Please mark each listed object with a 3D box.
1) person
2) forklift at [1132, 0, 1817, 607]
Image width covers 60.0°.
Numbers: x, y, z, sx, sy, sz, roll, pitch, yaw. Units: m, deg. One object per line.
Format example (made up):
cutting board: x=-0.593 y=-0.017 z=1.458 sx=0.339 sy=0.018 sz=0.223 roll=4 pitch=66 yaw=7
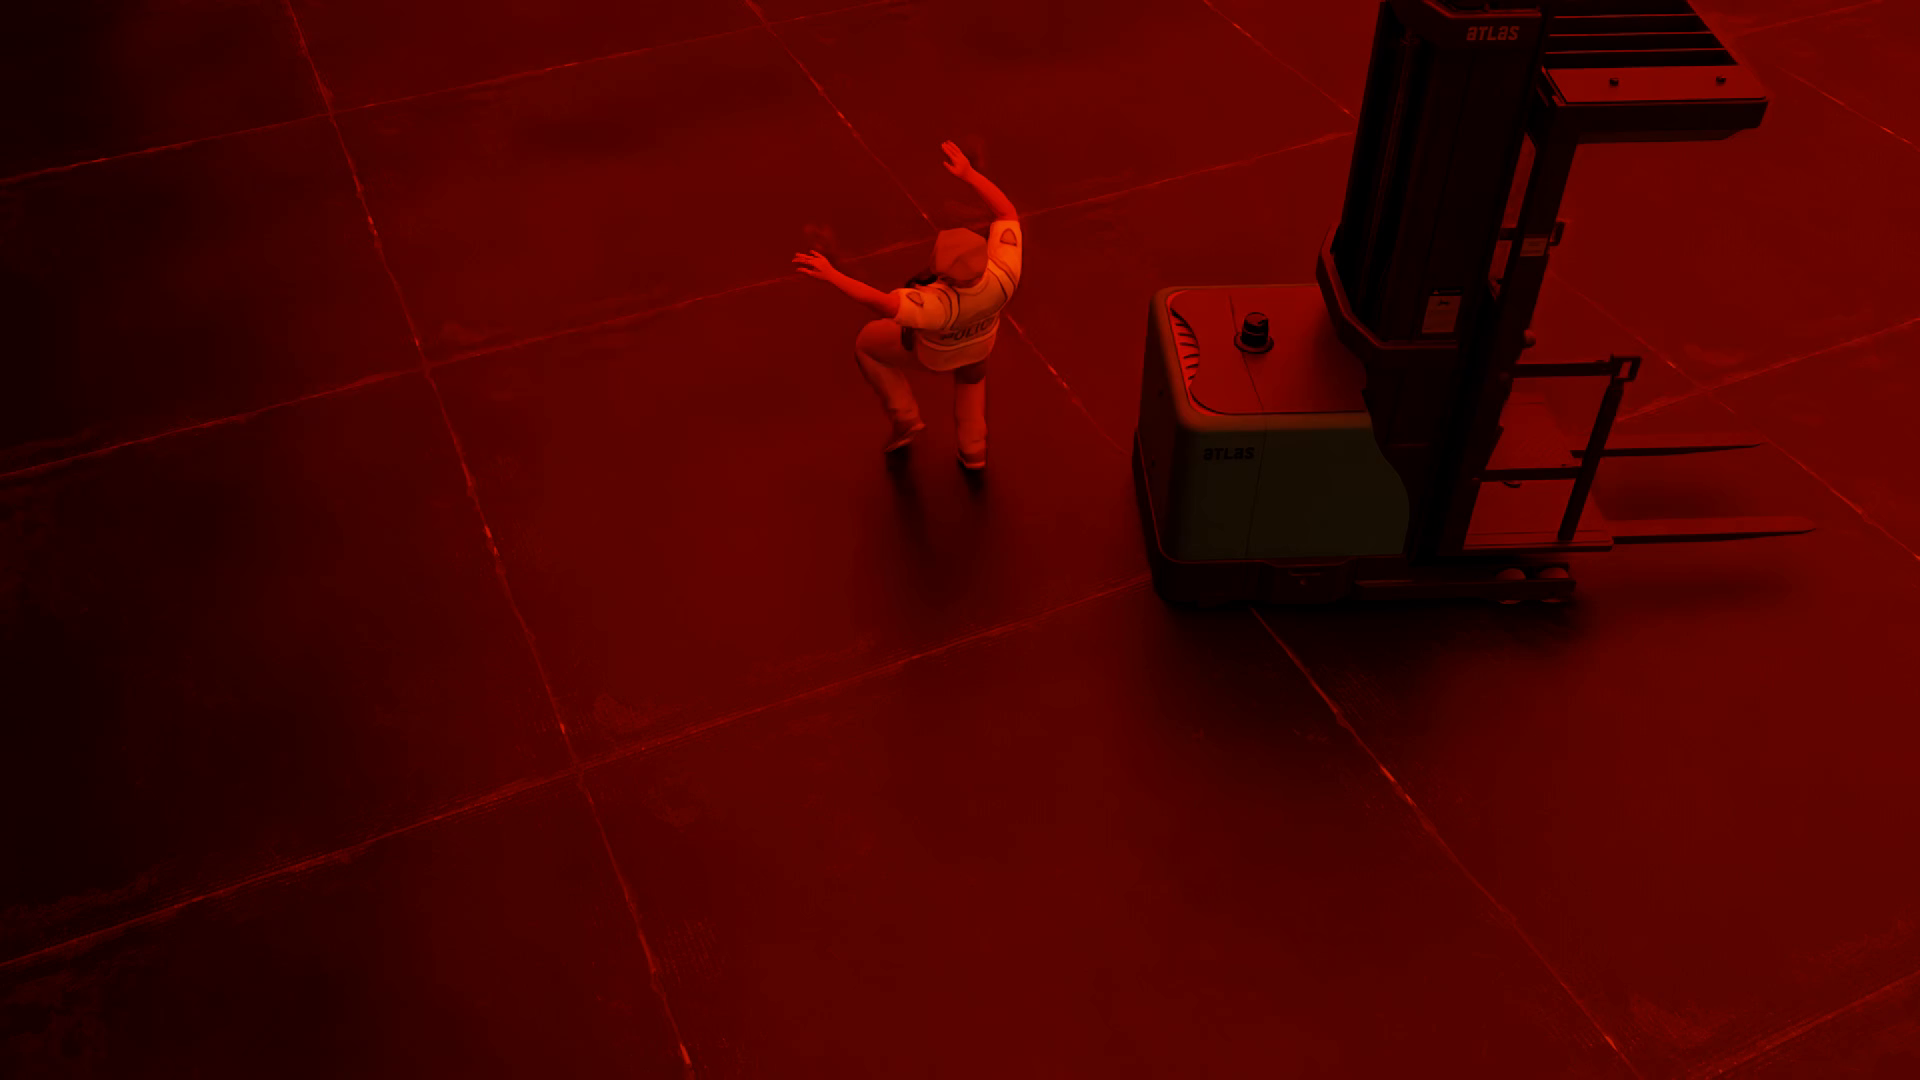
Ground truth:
person: x=-0.251 y=-0.953 z=7.680 sx=1.097 sy=1.679 sz=0.865 roll=-16 pitch=45 yaw=-17
forklift: x=2.371 y=-1.143 z=6.905 sx=3.031 sy=2.935 sz=1.130 roll=-2 pitch=43 yaw=-2
